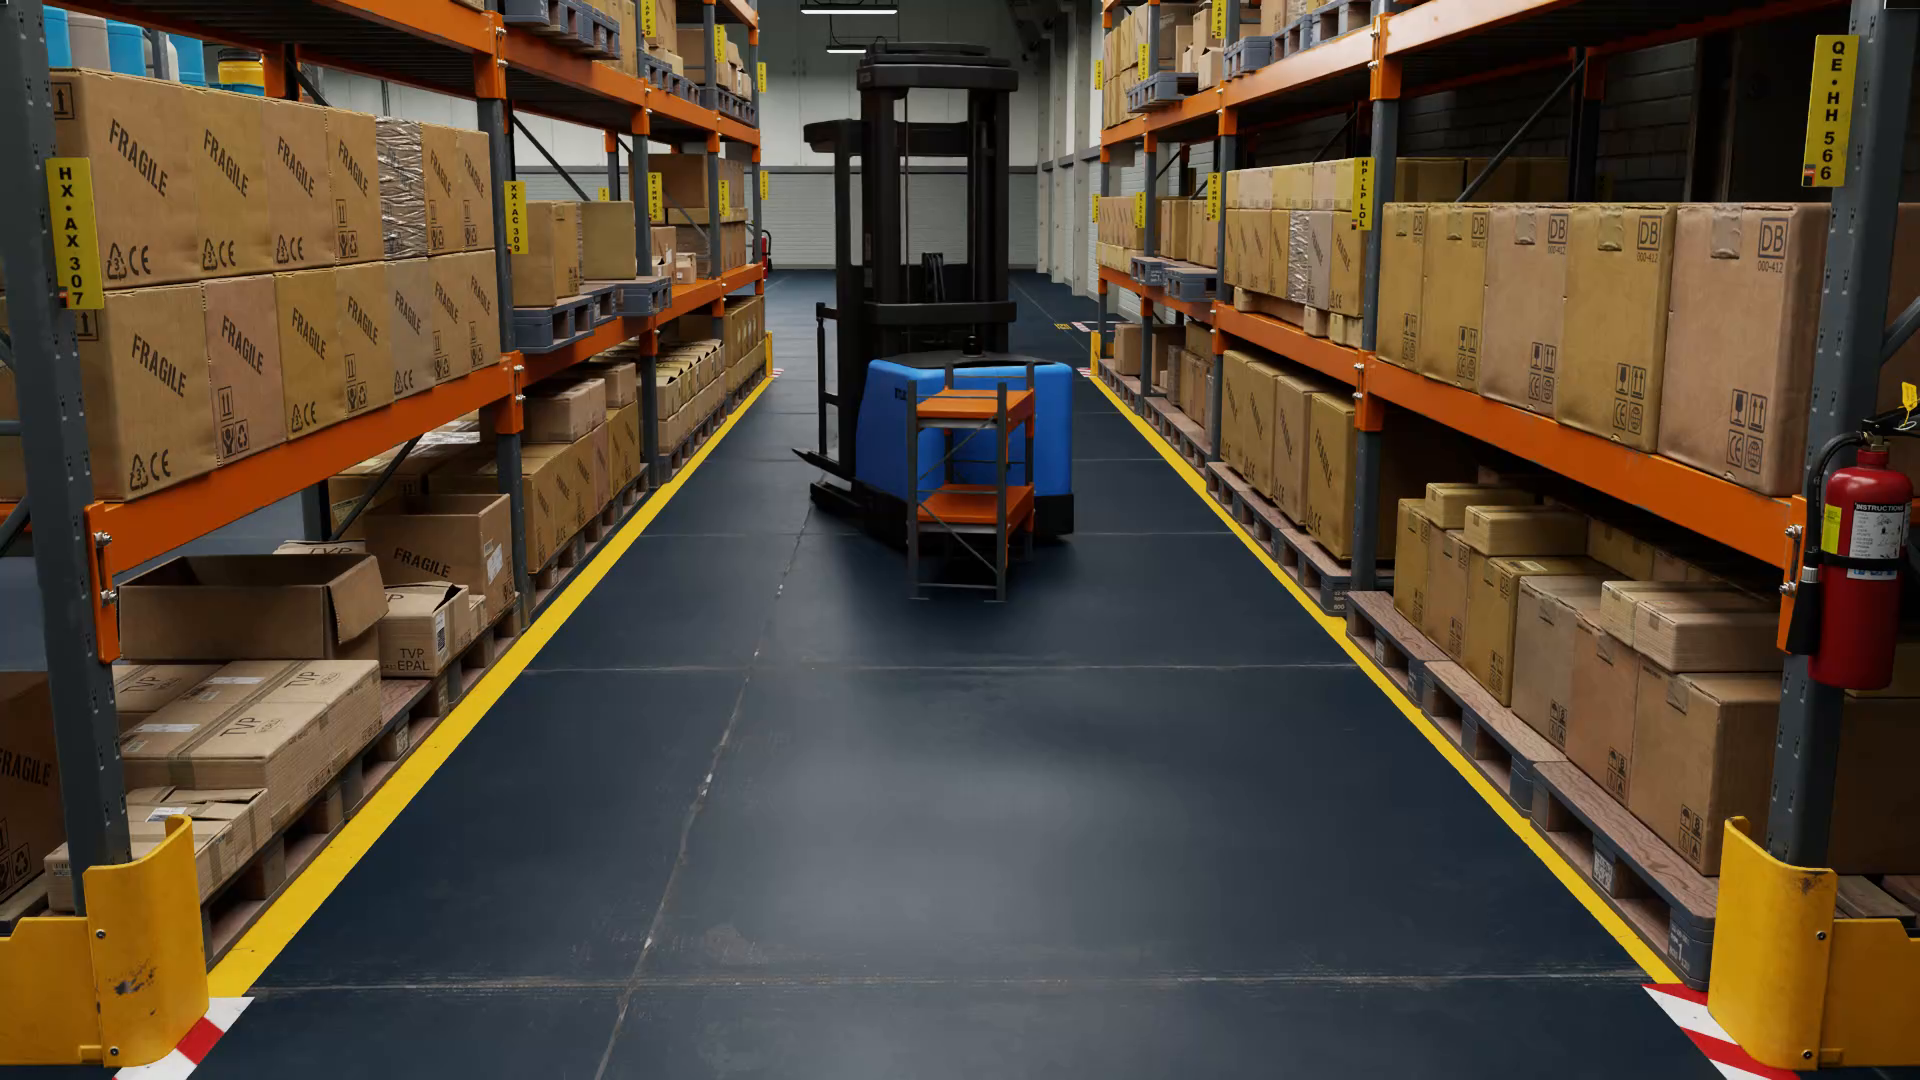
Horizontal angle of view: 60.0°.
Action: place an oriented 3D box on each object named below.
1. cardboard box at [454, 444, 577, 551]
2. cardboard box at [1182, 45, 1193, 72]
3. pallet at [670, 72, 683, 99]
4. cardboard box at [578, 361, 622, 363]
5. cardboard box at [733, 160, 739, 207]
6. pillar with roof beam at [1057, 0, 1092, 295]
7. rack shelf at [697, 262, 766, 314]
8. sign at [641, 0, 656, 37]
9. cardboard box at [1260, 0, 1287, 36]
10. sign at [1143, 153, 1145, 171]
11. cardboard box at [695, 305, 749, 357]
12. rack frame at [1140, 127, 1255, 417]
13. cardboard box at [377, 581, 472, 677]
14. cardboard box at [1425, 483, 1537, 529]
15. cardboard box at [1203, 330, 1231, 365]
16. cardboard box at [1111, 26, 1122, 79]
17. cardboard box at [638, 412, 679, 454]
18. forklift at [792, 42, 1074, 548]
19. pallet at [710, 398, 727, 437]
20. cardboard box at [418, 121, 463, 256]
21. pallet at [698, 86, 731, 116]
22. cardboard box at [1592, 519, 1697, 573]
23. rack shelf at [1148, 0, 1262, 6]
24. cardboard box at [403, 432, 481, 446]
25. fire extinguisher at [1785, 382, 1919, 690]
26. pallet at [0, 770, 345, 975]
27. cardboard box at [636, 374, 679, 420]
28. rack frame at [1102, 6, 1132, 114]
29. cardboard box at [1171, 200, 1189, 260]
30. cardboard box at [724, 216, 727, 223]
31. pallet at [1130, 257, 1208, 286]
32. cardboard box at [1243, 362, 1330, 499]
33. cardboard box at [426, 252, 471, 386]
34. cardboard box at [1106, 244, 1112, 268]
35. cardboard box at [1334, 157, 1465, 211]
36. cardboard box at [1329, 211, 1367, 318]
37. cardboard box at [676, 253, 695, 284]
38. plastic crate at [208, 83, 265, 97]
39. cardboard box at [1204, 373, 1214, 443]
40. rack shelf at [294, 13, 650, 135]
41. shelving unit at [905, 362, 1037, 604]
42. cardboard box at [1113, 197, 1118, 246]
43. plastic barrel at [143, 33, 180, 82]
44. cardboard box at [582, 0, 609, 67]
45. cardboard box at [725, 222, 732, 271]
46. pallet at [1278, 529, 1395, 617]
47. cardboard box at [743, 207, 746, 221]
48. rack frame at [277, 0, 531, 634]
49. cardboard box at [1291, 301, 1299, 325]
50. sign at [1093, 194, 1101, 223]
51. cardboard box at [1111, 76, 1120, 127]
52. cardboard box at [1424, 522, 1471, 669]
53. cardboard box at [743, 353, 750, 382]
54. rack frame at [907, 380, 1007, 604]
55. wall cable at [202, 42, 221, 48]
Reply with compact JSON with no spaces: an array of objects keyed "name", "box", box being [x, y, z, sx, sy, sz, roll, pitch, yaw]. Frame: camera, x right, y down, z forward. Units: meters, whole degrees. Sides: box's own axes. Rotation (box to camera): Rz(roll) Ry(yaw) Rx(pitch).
[{"name":"cardboard box","box":[-2.353,-0.231,8.836,0.500,0.500,0.500,0,11,0]},{"name":"cardboard box","box":[2.167,-4.050,14.100,0.500,0.311,0.500,0,11,1]},{"name":"pallet","box":[-2.776,-3.567,13.028,1.003,0.211,1.213,0,11,1]},{"name":"cardboard box","box":[-2.929,-1.273,13.237,0.500,0.311,0.500,0,11,-2]},{"name":"cardboard box","box":[-2.798,-3.900,18.224,0.700,0.500,0.500,-1,11,-3]},{"name":"pillar with roof beam","box":[-1.656,-9.809,35.776,9.100,9.000,0.548,0,11,-1]},{"name":"rack shelf","box":[-2.771,-2.673,17.499,1.077,0.370,4.000,0,11,-1]},{"name":"sign","box":[-2.104,-3.558,11.208,0.100,0.325,0.005,0,11,-1]},{"name":"cardboard box","box":[2.373,-3.494,10.836,0.700,0.500,0.500,-1,12,-6]},{"name":"sign","box":[2.982,-6.131,26.904,0.001,0.298,0.199,0,11,-1]},{"name":"cardboard box","box":[-2.447,-2.146,17.066,0.500,0.500,0.500,0,11,-1]},{"name":"rack frame","box":[2.223,-2.649,15.572,1.000,3.000,0.127,0,11,-1]},{"name":"cardboard box","box":[-2.253,0.326,6.566,0.500,0.311,0.500,0,11,-1]},{"name":"cardboard box","box":[2.126,-0.140,6.802,0.380,0.149,0.250,0,11,1]},{"name":"cardboard box","box":[2.274,-1.571,13.551,0.500,0.250,0.500,0,11,-1]},{"name":"cardboard box","box":[1.887,-5.184,17.705,0.500,0.500,0.500,0,11,0]},{"name":"cardboard box","box":[-2.364,-0.796,12.300,0.500,0.250,0.500,0,11,-1]},{"name":"forklift","box":[-0.353,-1.644,10.789,1.130,2.935,3.031,-5,12,-22]},{"name":"pallet","box":[-2.675,-1.115,15.024,1.003,0.211,1.213,0,11,-1]},{"name":"cardboard box","box":[-2.281,-1.375,6.528,0.500,0.500,0.500,0,11,-2]},{"name":"pallet","box":[-2.773,-4.224,16.014,1.003,0.211,1.213,0,11,-1]},{"name":"cardboard box","box":[2.527,0.021,6.012,0.380,0.149,0.250,0,11,-2]},{"name":"rack shelf","box":[2.265,-4.643,13.127,1.077,0.370,4.000,0,11,-1]},{"name":"cardboard box","box":[-2.872,-0.323,9.288,0.500,0.500,0.500,0,11,0]},{"name":"fire extinguisher","box":[2.013,-0.011,3.702,0.296,0.674,0.183,0,11,-1]},{"name":"pallet","box":[-2.500,0.951,4.843,1.003,0.211,1.213,0,11,-1]},{"name":"cardboard box","box":[-2.364,-1.071,12.244,0.500,0.311,0.500,0,11,1]},{"name":"rack frame","box":[2.141,-6.384,18.895,1.000,3.000,0.127,0,11,-1]},{"name":"cardboard box","box":[2.204,-2.701,14.471,0.700,0.500,0.500,1,12,5]},{"name":"cardboard box","box":[-2.572,-3.305,16.924,0.380,0.149,0.250,-1,11,-3]},{"name":"pallet","box":[2.094,-2.403,14.839,1.003,0.211,1.213,0,11,-1]},{"name":"cardboard box","box":[2.202,-0.685,10.243,0.750,0.750,0.750,0,11,-1]},{"name":"cardboard box","box":[-2.285,-0.886,6.630,0.500,0.500,0.500,0,11,0]},{"name":"cardboard box","box":[1.863,-3.078,18.012,0.500,0.250,0.500,0,11,-2]},{"name":"cardboard box","box":[2.123,-1.723,8.070,0.500,0.250,0.500,0,11,0]},{"name":"cardboard box","box":[2.127,-1.354,8.139,0.500,0.500,0.500,0,11,-2]},{"name":"cardboard box","box":[-2.528,-2.388,14.624,0.396,0.266,0.258,-1,11,-3]},{"name":"plastic crate","box":[-7.424,-4.488,17.132,0.392,0.384,0.575,0,11,-1]},{"name":"cardboard box","box":[2.239,-0.987,12.562,0.700,0.500,0.500,0,11,0]},{"name":"rack shelf","box":[-2.605,-2.553,9.363,1.077,0.370,4.000,0,11,-1]},{"name":"shelving unit","box":[0.075,-0.339,8.899,0.538,1.125,1.048,2,12,10]},{"name":"cardboard box","box":[1.877,-3.348,17.460,0.500,0.500,0.500,0,11,1]},{"name":"plastic barrel","box":[-7.494,-4.425,15.446,0.421,0.512,0.421,0,11,0]},{"name":"cardboard box","box":[-2.583,-3.061,9.805,0.910,0.500,0.500,0,11,-1]},{"name":"cardboard box","box":[-2.780,-3.071,17.403,0.700,0.500,0.500,0,11,1]},{"name":"pallet","box":[2.297,0.155,8.765,1.003,0.211,1.213,0,11,-1]},{"name":"cardboard box","box":[-2.607,-3.663,18.686,0.380,0.149,0.250,0,11,0]},{"name":"rack frame","box":[-2.564,-1.038,7.630,1.000,3.000,0.127,0,11,-1]},{"name":"cardboard box","box":[2.122,-1.317,9.588,0.380,0.149,0.250,0,11,1]},{"name":"sign","box":[1.598,-3.866,19.394,0.100,0.325,0.005,0,11,-1]},{"name":"cardboard box","box":[1.888,-4.695,17.813,0.500,0.500,0.500,0,11,1]},{"name":"cardboard box","box":[2.309,0.209,6.713,0.700,0.500,0.500,0,11,-2]},{"name":"cardboard box","box":[-2.446,-1.778,17.140,0.500,0.250,0.500,0,11,-1]},{"name":"rack frame","box":[-0.015,-0.239,8.408,0.500,1.125,0.032,2,12,10]},{"name":"wall cable","box":[-22.033,-15.880,49.369,3.097,2.526,0.112,0,11,-1]}]
